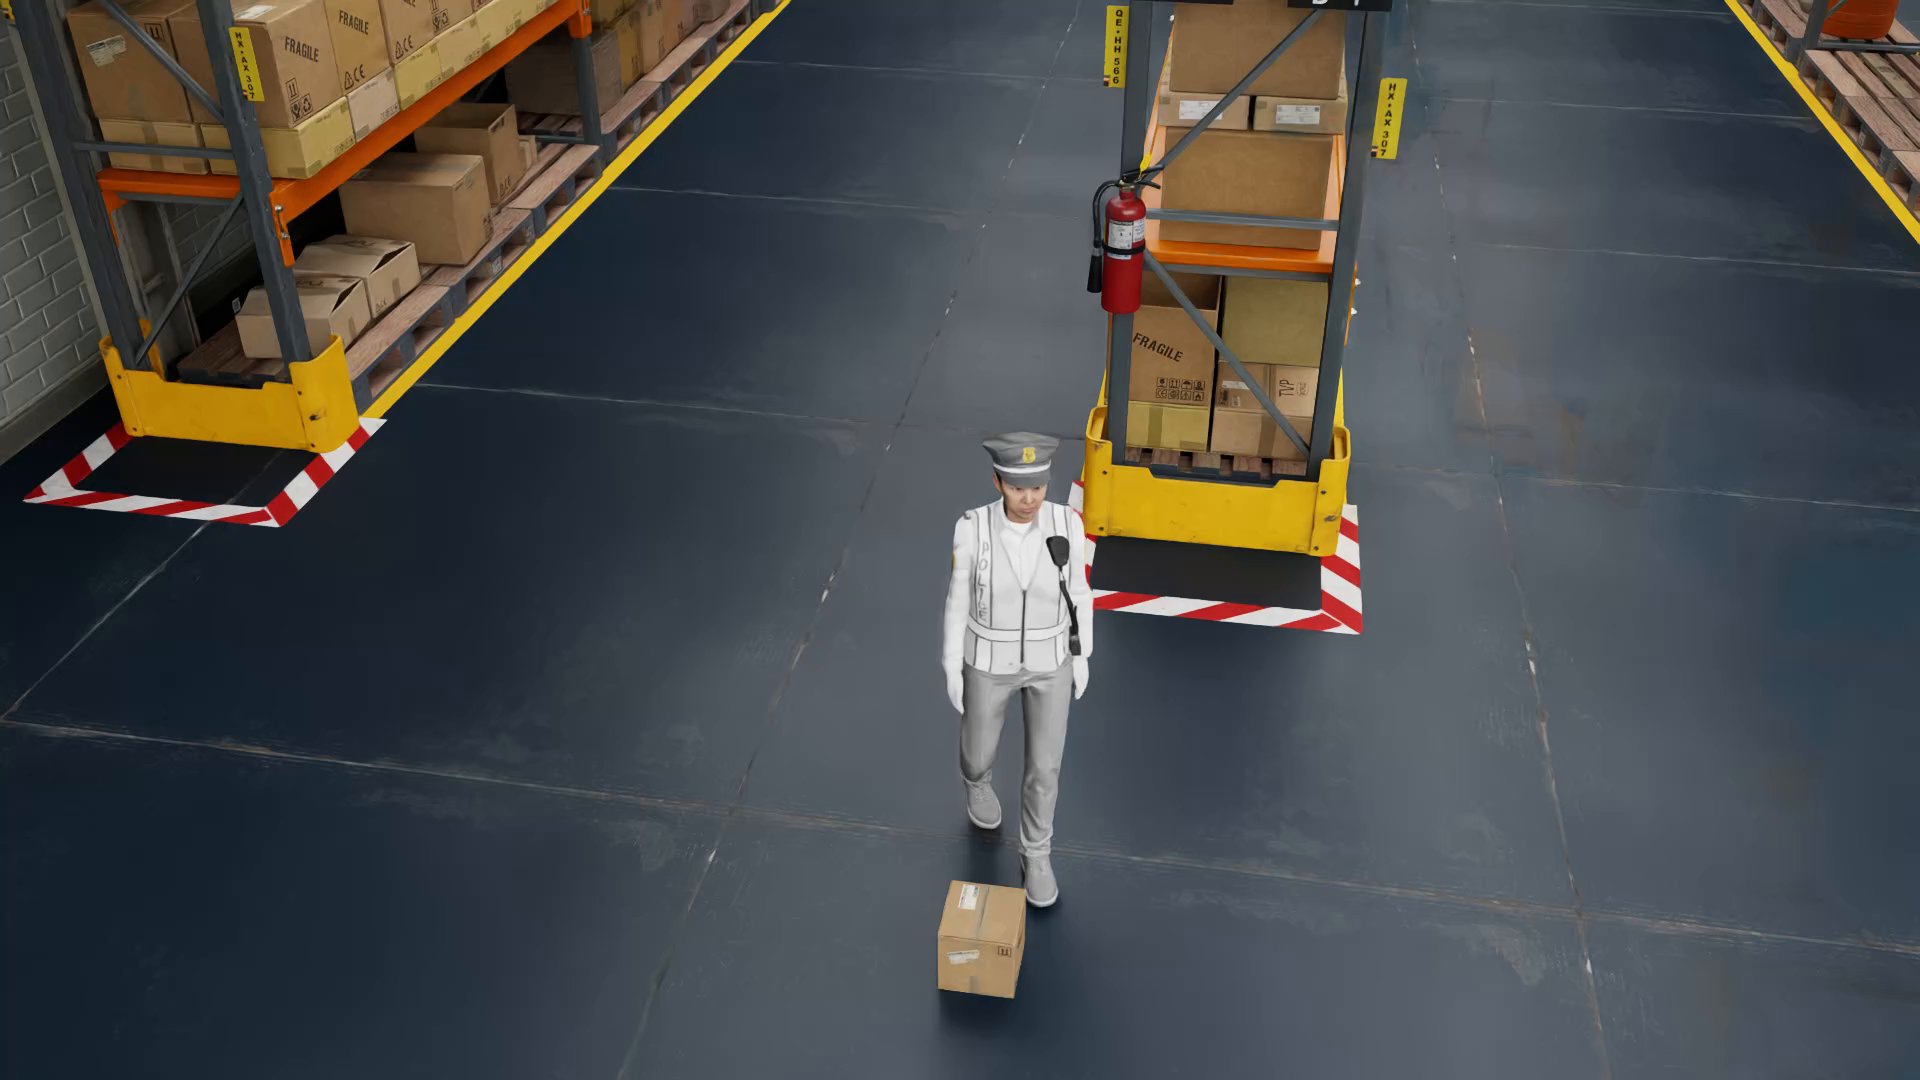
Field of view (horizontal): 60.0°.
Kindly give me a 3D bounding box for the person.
[{"bbox_3d":[0.192,0.391,5.485,0.507,1.677,0.641,-2,33,-3],"label":"person"}]
